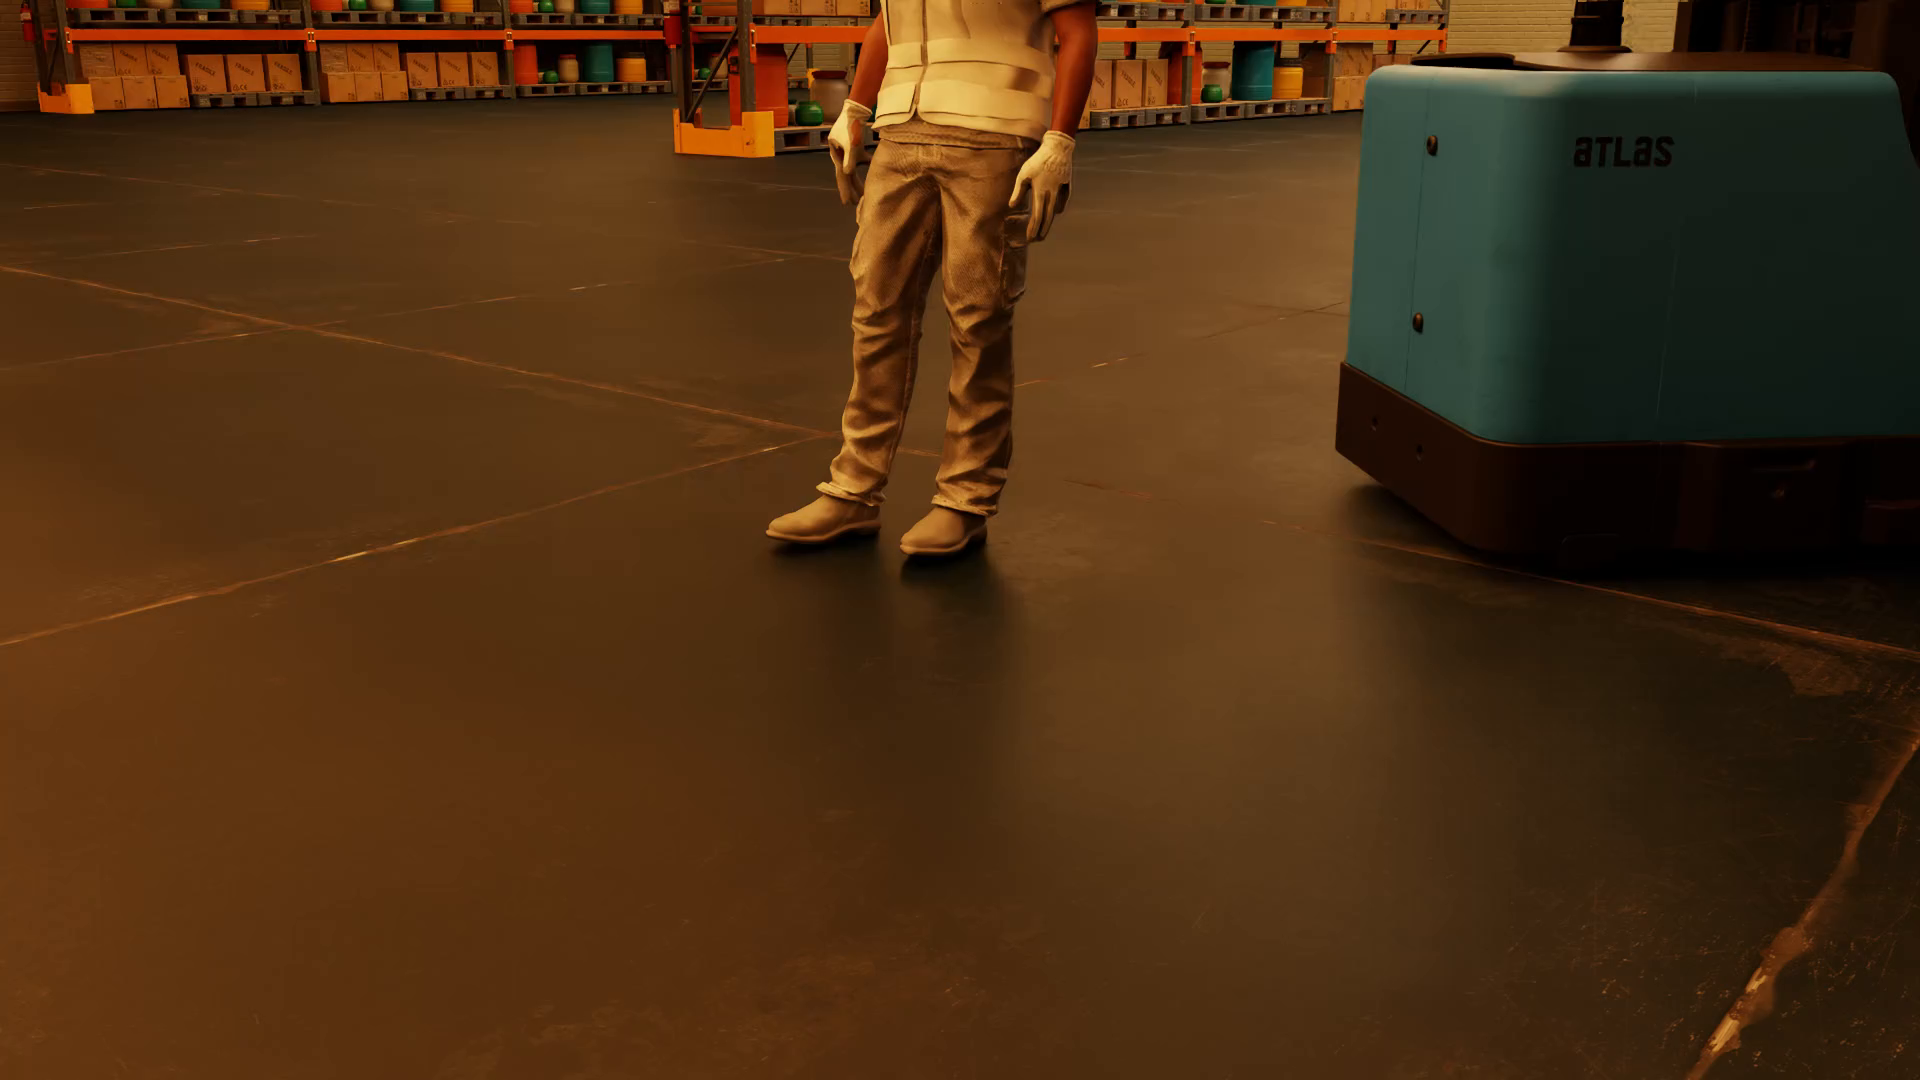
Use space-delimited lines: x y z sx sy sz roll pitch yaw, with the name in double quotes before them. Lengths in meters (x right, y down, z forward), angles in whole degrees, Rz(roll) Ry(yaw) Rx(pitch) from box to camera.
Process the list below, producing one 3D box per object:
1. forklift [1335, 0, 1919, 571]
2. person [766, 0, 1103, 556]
"forklift" 2.567 -1.499 3.834 3.031 2.935 1.130 -2 17 -6
"person" -0.052 -0.845 3.632 0.656 1.784 0.575 13 21 37
